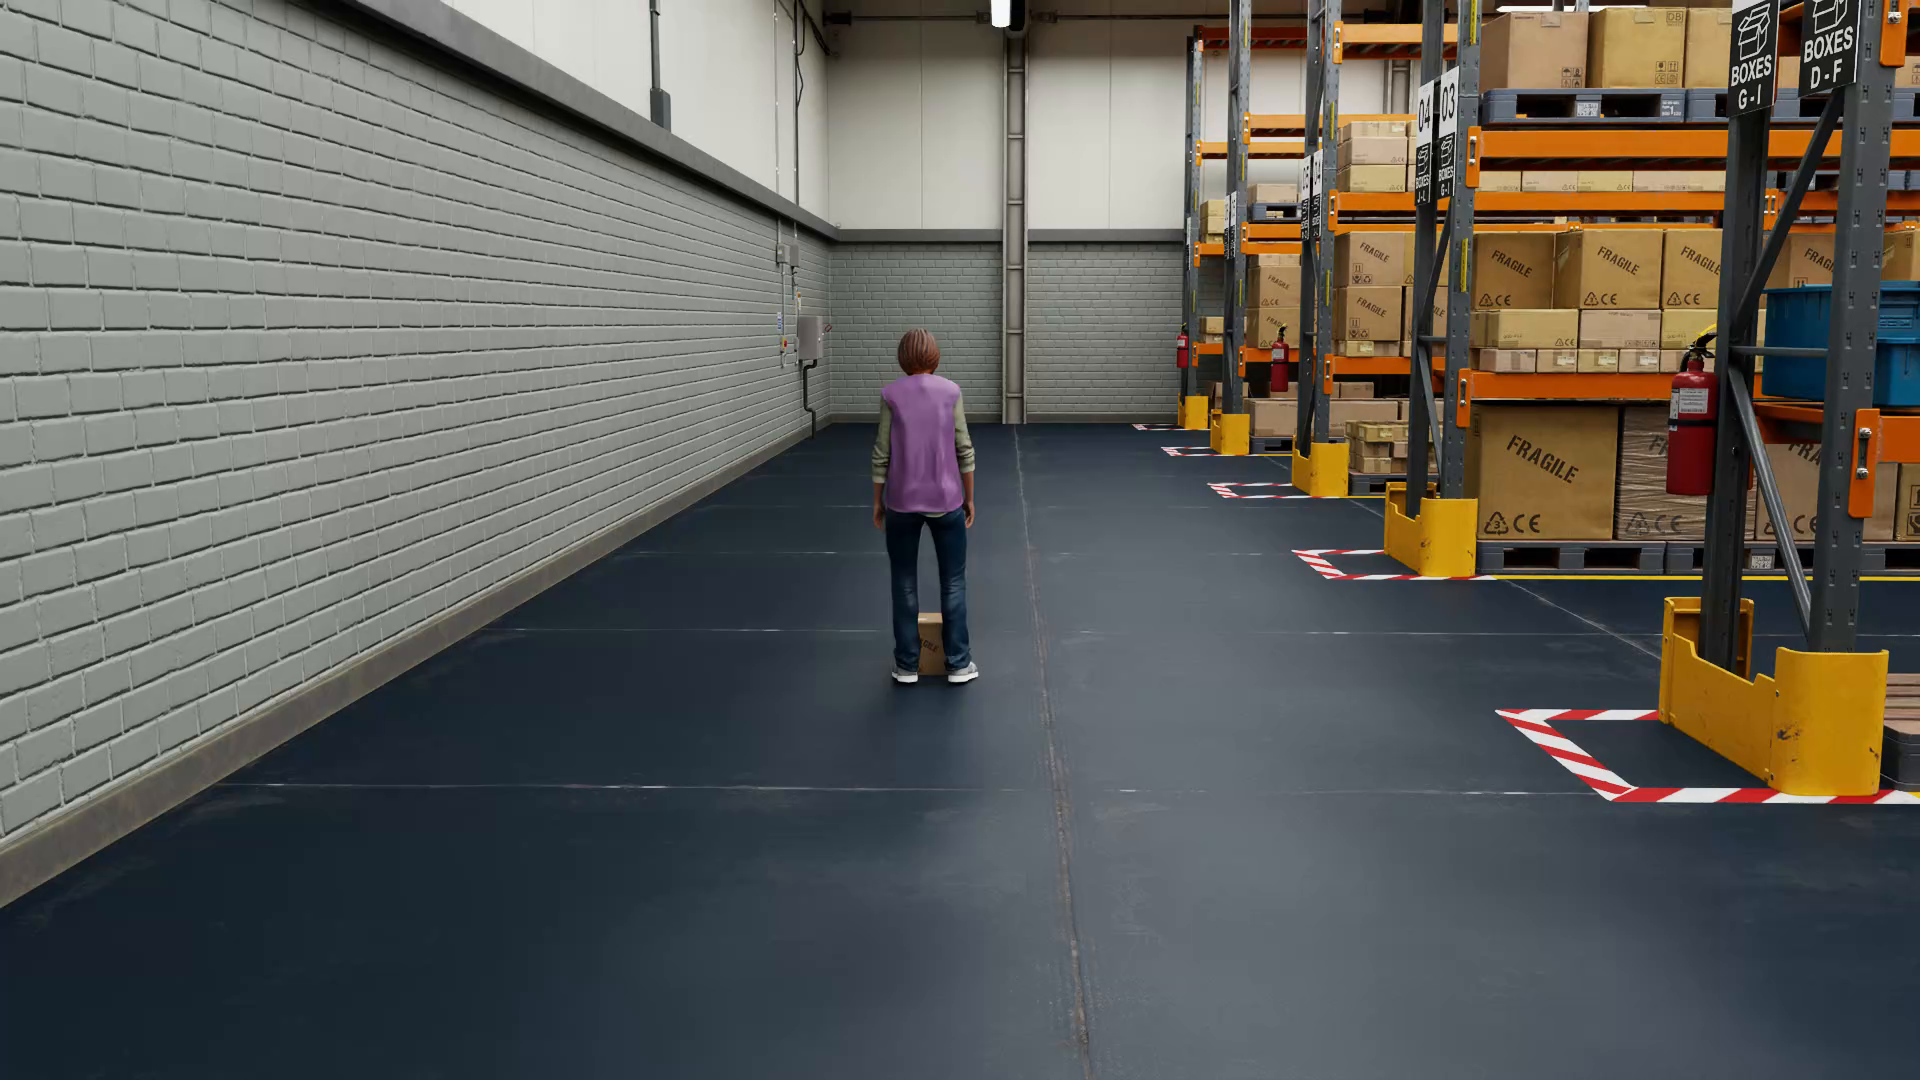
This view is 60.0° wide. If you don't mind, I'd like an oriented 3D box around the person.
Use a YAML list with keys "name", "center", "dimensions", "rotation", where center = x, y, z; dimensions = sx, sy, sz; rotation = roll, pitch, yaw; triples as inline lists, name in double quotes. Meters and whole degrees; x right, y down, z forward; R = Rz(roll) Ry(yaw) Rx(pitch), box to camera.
- name: "person"
  center: [-0.156, -0.048, 7.466]
  dimensions: [0.483, 1.392, 0.346]
  rotation: [0, 7, -2]
